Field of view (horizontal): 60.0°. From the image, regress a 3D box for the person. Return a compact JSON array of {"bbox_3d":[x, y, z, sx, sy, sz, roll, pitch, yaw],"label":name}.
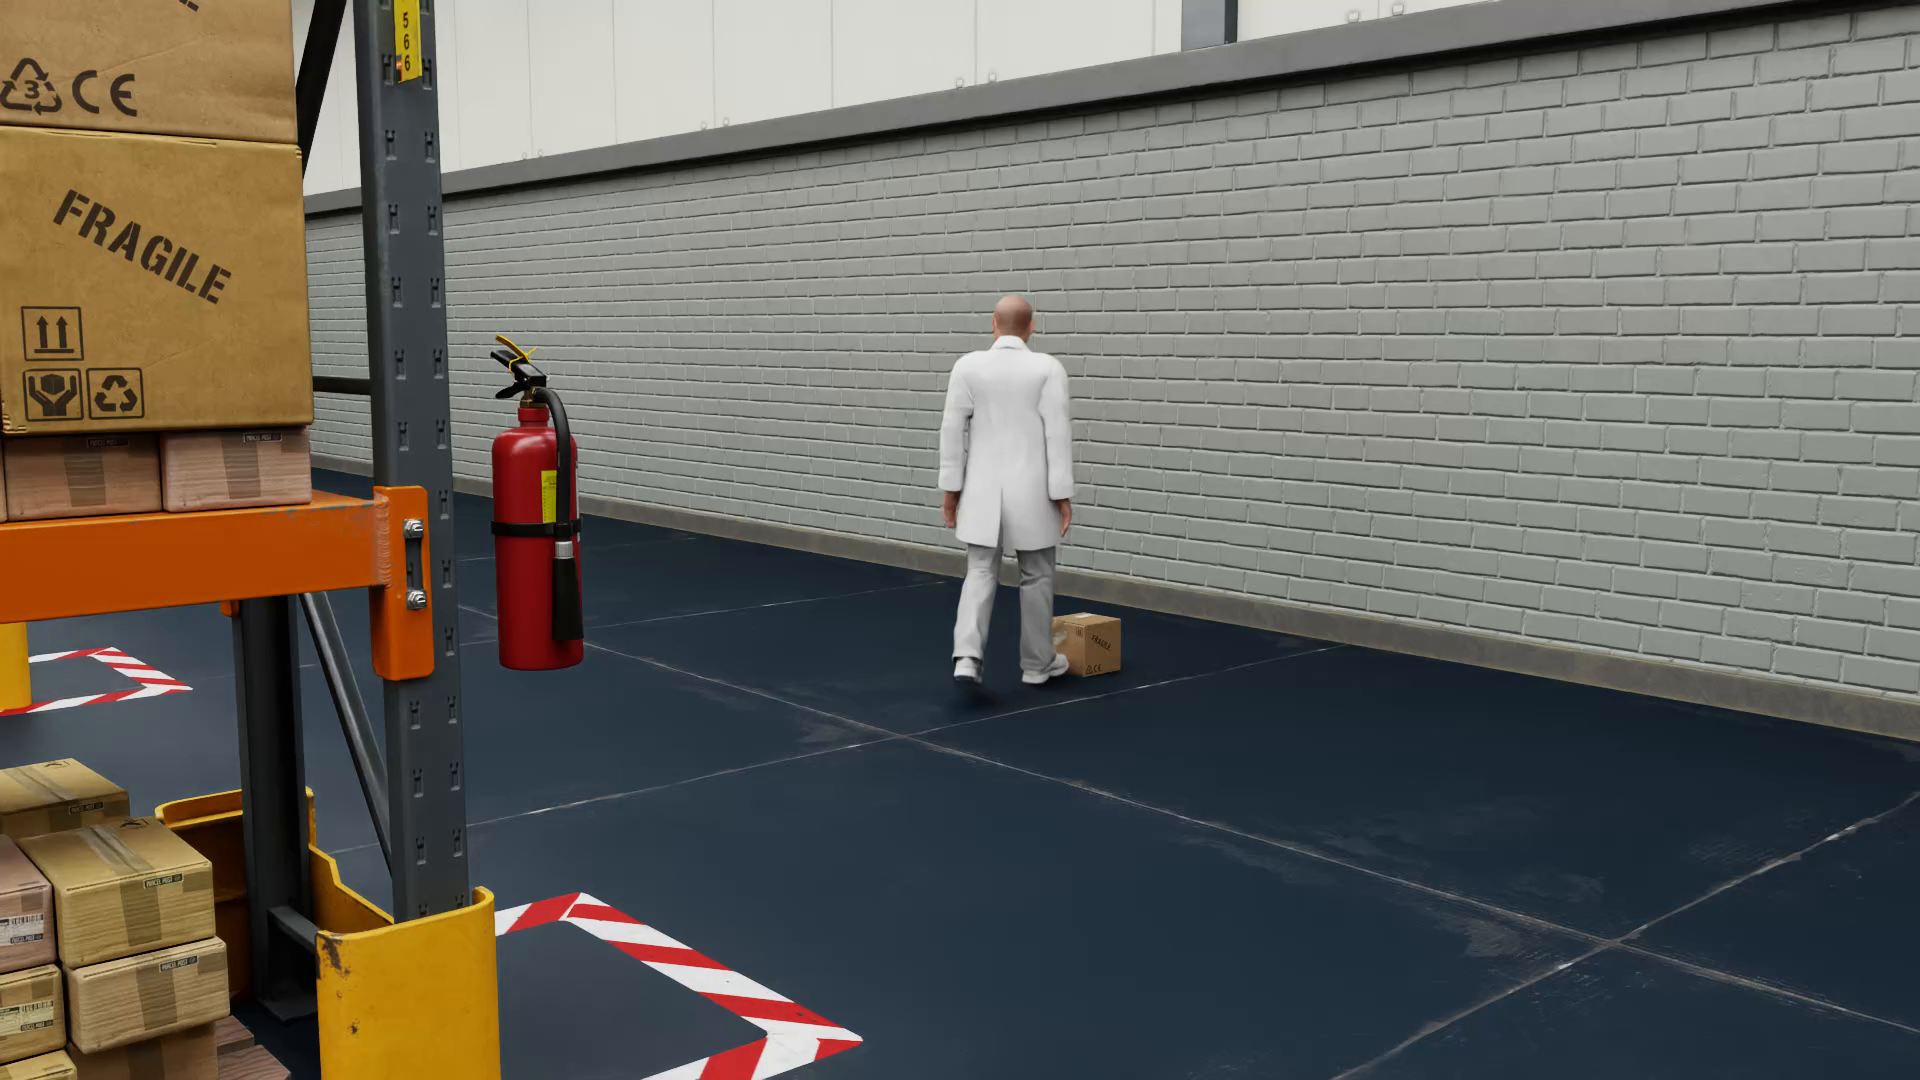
[{"bbox_3d":[0.231,-0.209,7.418,0.630,1.753,0.816,2,8,17],"label":"person"}]
